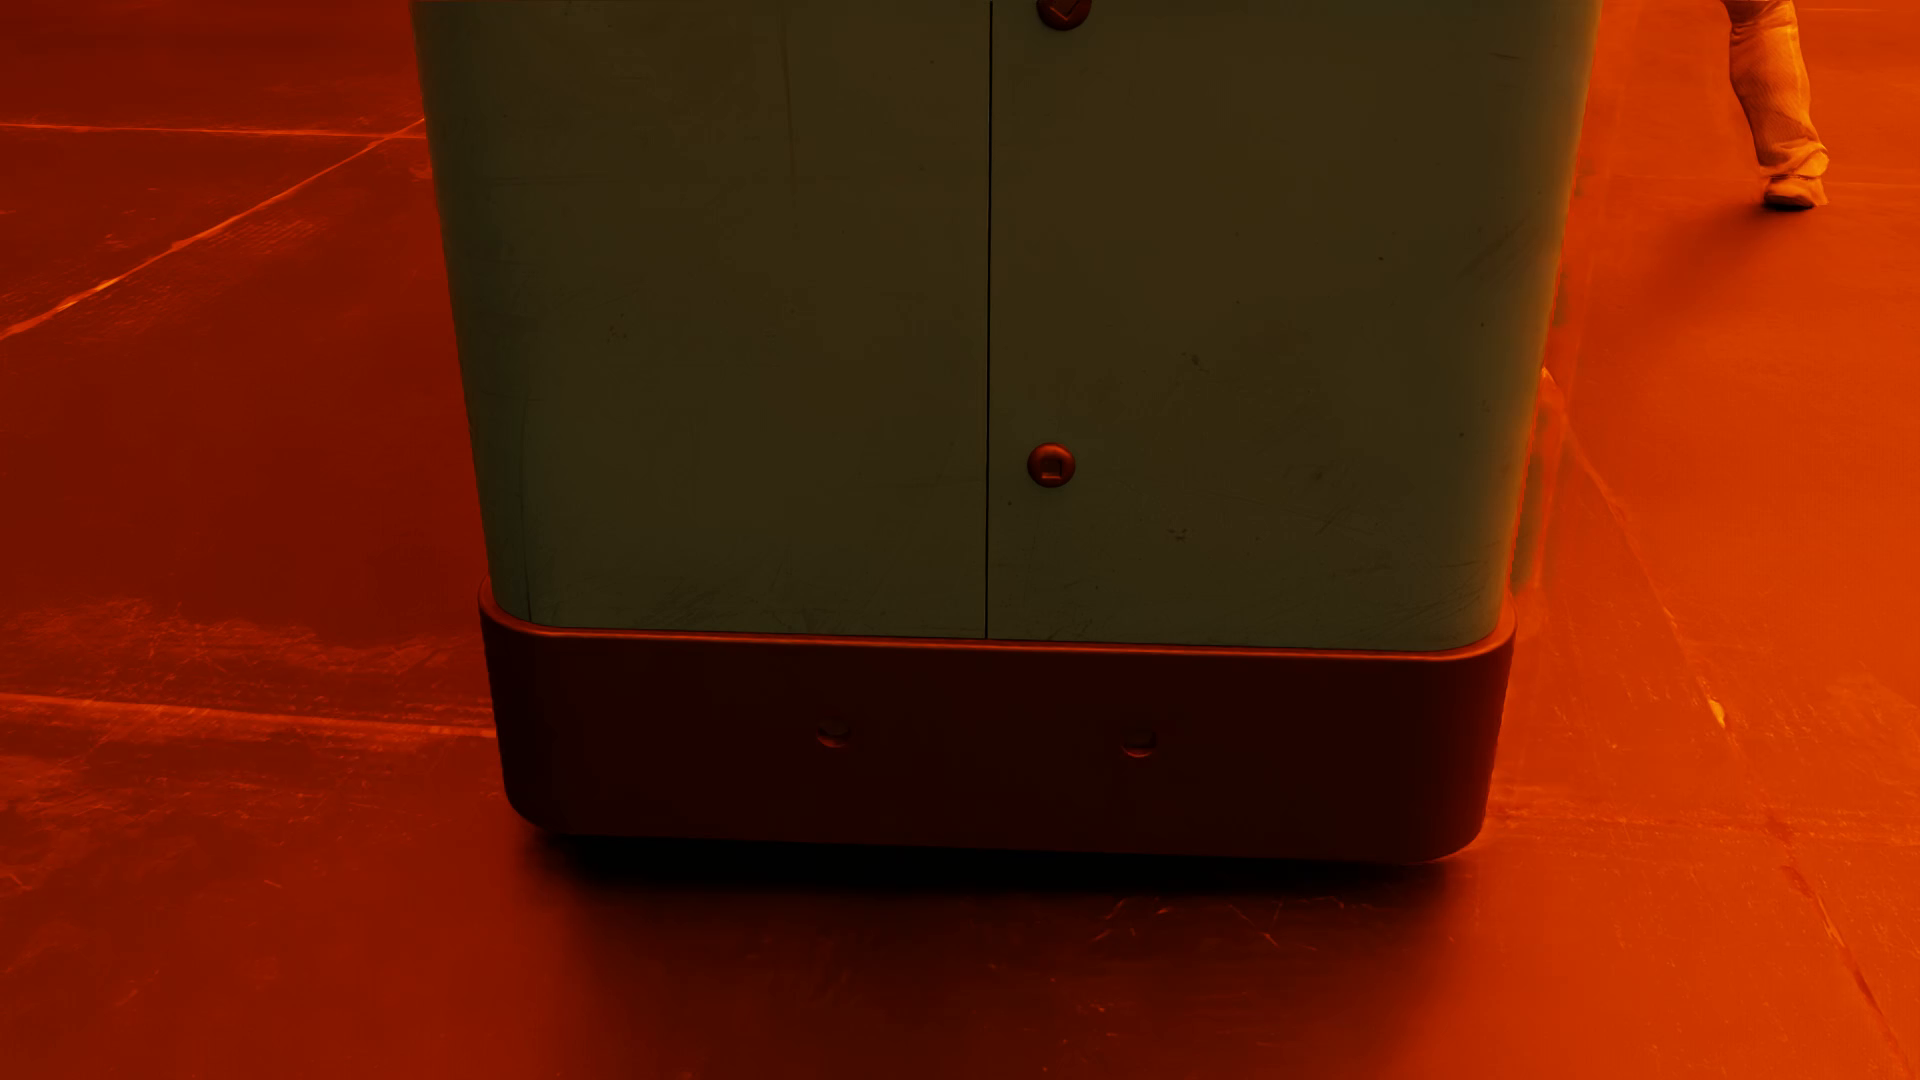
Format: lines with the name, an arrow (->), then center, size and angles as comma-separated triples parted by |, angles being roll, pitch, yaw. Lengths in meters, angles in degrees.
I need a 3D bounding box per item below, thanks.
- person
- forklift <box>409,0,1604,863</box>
person -> 1.709, -1.546, 3.912 | 1.194, 1.707, 0.556 | 11, 29, 22
forklift -> 0.111, -1.605, 2.434 | 1.130, 2.935, 3.031 | 1, 27, 3
